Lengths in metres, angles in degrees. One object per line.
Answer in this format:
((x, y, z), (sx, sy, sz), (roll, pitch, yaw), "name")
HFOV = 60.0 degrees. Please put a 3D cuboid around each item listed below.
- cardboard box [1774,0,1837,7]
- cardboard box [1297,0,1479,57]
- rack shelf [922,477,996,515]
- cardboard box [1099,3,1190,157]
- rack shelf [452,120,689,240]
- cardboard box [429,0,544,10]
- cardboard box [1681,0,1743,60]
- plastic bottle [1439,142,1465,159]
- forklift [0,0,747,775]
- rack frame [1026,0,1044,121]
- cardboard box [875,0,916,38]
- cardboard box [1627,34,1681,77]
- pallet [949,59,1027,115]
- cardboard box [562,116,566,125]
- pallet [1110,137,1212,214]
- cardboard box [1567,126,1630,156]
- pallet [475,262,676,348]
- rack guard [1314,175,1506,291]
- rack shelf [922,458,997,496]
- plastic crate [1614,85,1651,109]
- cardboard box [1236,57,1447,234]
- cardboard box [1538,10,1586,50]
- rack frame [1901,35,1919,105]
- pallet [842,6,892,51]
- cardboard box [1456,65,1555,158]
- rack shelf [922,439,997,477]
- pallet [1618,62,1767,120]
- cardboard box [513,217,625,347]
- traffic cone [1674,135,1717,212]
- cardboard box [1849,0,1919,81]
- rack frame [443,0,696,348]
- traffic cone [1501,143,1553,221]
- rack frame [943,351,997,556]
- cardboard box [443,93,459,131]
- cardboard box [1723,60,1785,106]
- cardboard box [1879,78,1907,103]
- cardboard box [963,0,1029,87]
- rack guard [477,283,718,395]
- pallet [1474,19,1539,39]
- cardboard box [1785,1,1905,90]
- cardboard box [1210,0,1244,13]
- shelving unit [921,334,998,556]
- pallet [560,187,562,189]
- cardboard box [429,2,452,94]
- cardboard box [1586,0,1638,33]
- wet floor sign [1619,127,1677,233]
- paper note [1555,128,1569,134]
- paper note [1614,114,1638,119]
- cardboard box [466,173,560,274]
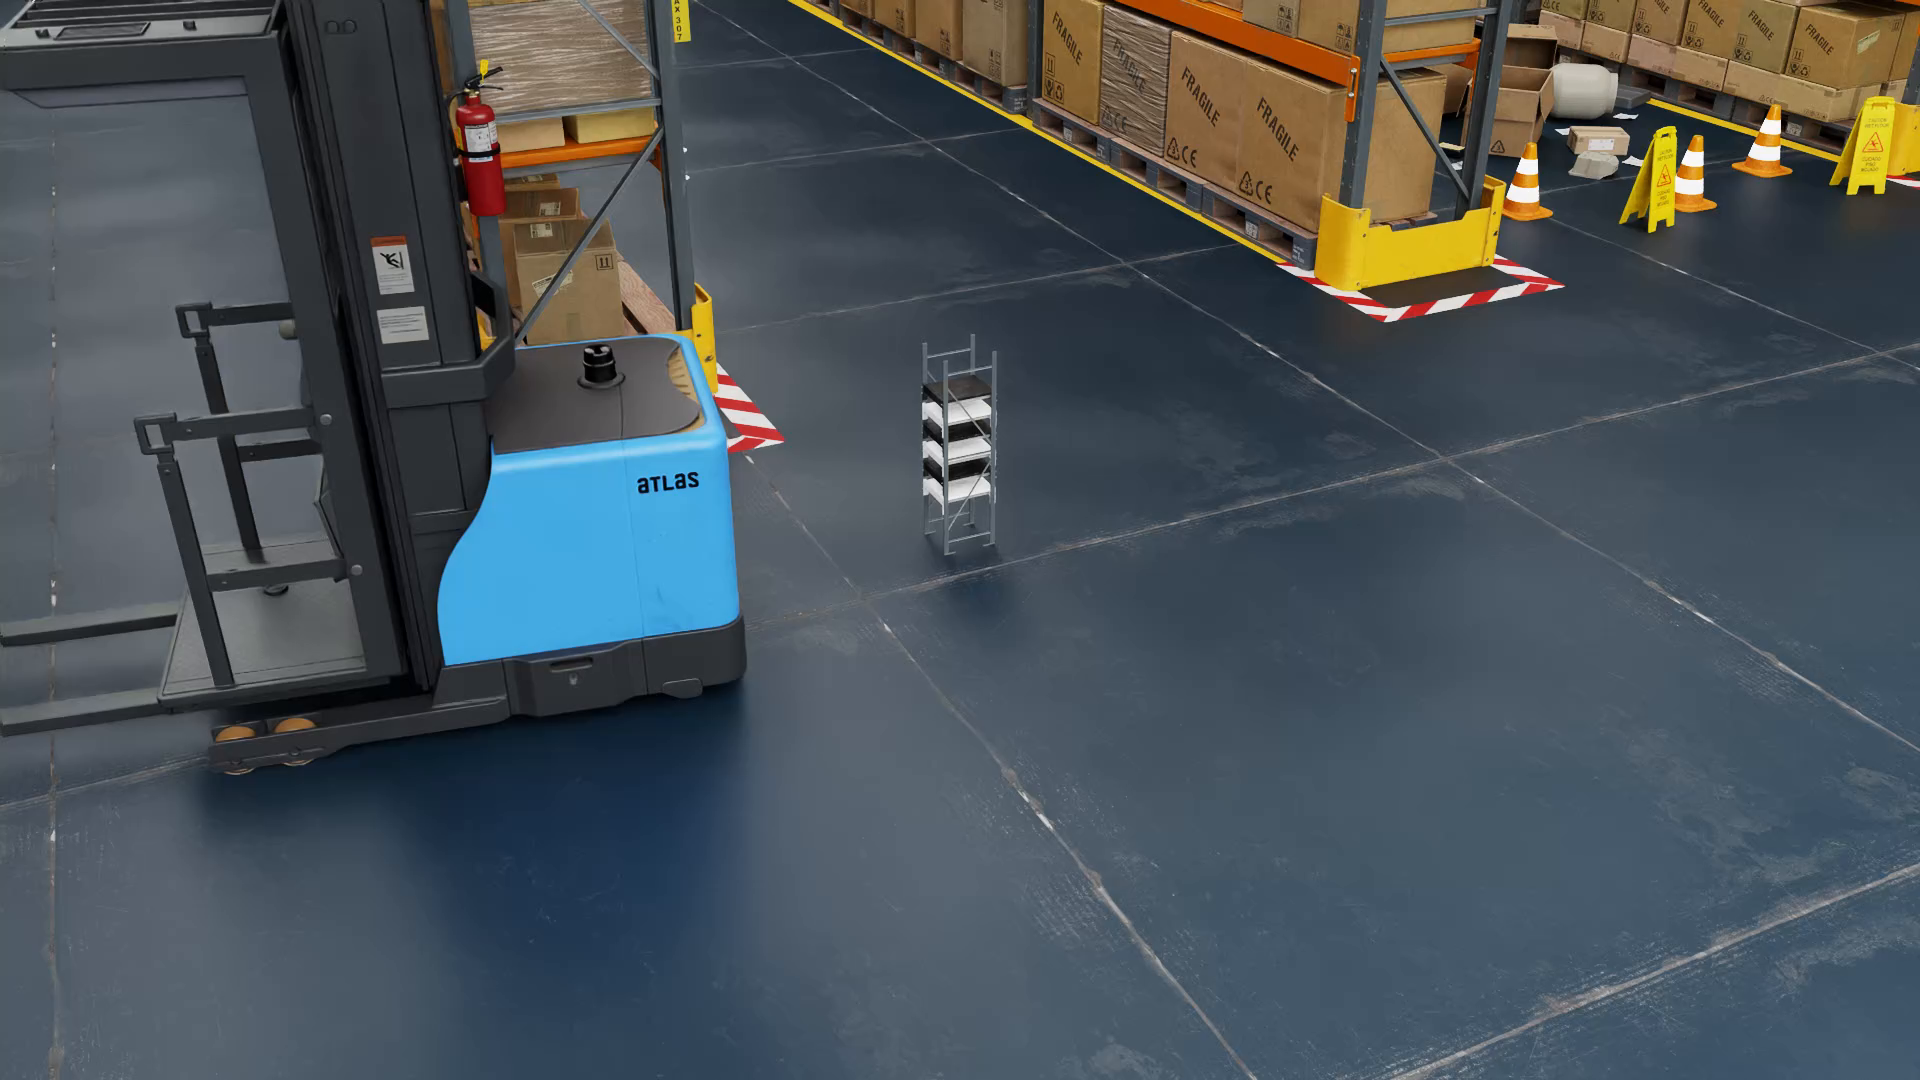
((6.351, -4.110, 12.464), (0.380, 0.149, 0.250), (-12, 31, -21), "cardboard box")
((2.521, -3.205, 9.745), (0.875, 0.550, 0.550), (-13, 32, -22), "cardboard box")
((-0.003, -0.210, 7.141), (0.258, 0.077, 0.200), (-13, 32, -22), "rack shelf")
((1.601, -3.318, 11.844), (0.875, 0.875, 0.875), (-13, 32, -22), "cardboard box")
((-2.660, -2.558, 9.480), (1.077, 0.370, 4.000), (-13, 32, -22), "rack shelf")
((-2.261, -2.788, 7.727), (0.500, 0.500, 0.500), (-13, 32, -22), "cardboard box")
((6.132, -4.133, 13.169), (0.500, 0.500, 0.500), (-14, 32, -23), "cardboard box")
((3.615, -2.904, 12.367), (0.283, 0.061, 0.133), (26, 38, 38), "plastic bottle")
((-2.376, -0.748, 5.587), (3.031, 2.935, 1.130), (-8, 30, -13), "forklift")
((1.004, -4.752, 12.657), (1.000, 3.000, 0.127), (-13, 32, -22), "rack frame")
((-0.154, -5.047, 15.055), (1.050, 0.750, 0.750), (-13, 32, -21), "cardboard box")
((5.910, -4.035, 13.761), (0.500, 0.250, 0.500), (-14, 32, -23), "cardboard box")
((0.605, -3.860, 13.919), (1.003, 0.211, 1.213), (-13, 32, -22), "pallet")
((-1.799, -2.169, 8.308), (0.380, 0.149, 0.250), (-13, 32, -22), "cardboard box")
((1.788, -2.643, 11.748), (1.003, 0.211, 1.213), (-13, 32, -22), "pallet")
((4.762, -2.980, 12.412), (0.380, 0.149, 0.250), (2, 29, 4), "cardboard box")
((-2.151, -1.172, 9.123), (1.003, 0.211, 1.213), (-13, 32, -22), "pallet")
((2.732, -1.884, 10.098), (1.175, 0.500, 0.348), (-13, 32, -22), "rack guard")
((-0.003, -0.289, 7.097), (0.258, 0.077, 0.200), (-13, 32, -22), "rack shelf")
((5.365, -3.697, 13.760), (0.583, 0.080, 0.402), (26, 38, 38), "plastic crate")
((2.371, -2.527, 10.432), (0.875, 0.875, 0.875), (-13, 32, -22), "cardboard box")
((5.441, -4.502, 14.594), (0.500, 0.250, 0.500), (-15, 32, -24), "cardboard box")
((7.149, -4.069, 11.439), (1.000, 3.000, 0.127), (-13, 32, -22), "rack frame")
((-0.443, -4.938, 15.841), (1.003, 0.211, 1.213), (-13, 32, -22), "pallet")
((4.108, -3.224, 12.485), (0.637, 0.503, 0.797), (13, 32, 21), "cardboard box")
((-0.003, -0.367, 7.053), (0.258, 0.077, 0.200), (-13, 32, -22), "rack shelf")
((6.279, -3.790, 13.794), (1.003, 0.211, 1.213), (-13, 32, -22), "pallet")
((-2.055, -1.360, 8.735), (0.500, 0.500, 0.500), (-7, 30, -13), "cardboard box")
((4.943, -2.498, 11.232), (0.336, 0.463, 0.334), (-13, 32, -22), "traffic cone")
((7.041, -3.804, 12.583), (0.500, 0.500, 0.500), (-14, 32, -24), "cardboard box")
((-1.802, -1.988, 7.728), (1.000, 3.000, 0.127), (-13, 32, -22), "rack frame")
((3.776, -2.411, 11.076), (0.336, 0.463, 0.334), (-13, 32, -22), "traffic cone")
((0.040, -0.351, 6.956), (0.240, 0.900, 0.006), (-13, 32, -22), "rack frame")
((-2.371, -2.171, 8.312), (0.380, 0.149, 0.250), (-13, 32, -22), "cardboard box")
((6.343, -3.584, 12.956), (0.500, 0.250, 0.500), (-13, 32, -22), "cardboard box")
((7.052, -3.467, 12.748), (0.500, 0.250, 0.500), (-13, 32, -22), "cardboard box")
((0.657, -4.209, 13.560), (1.050, 0.750, 0.750), (-13, 32, -22), "cardboard box")
((-1.834, -0.931, 8.400), (1.175, 0.500, 0.348), (-13, 32, -22), "rack guard")
((5.096, -4.963, 15.885), (1.003, 0.211, 1.213), (-13, 32, -22), "pallet")
((6.569, -3.679, 12.359), (0.500, 0.500, 0.500), (-13, 32, -22), "cardboard box")
((2.138, -3.717, 10.658), (0.875, 0.550, 0.550), (-13, 32, -22), "cardboard box")
((-0.003, -0.396, 7.036), (0.258, 0.900, 0.210), (-13, 32, -22), "shelving unit")
((-3.199, -2.249, 11.046), (1.003, 0.211, 1.213), (-13, 32, -22), "pallet")
((-2.336, -2.606, 8.424), (0.875, 0.500, 0.500), (-13, 32, -22), "cardboard box")
((5.681, -4.595, 13.993), (0.500, 0.500, 0.500), (-12, 31, -20), "cardboard box")
((4.522, -2.361, 10.800), (0.267, 0.644, 0.232), (-19, 35, -30), "wet floor sign")
((4.716, -3.175, 12.893), (0.148, 0.019, 0.142), (-3, 29, -5), "paper note")
((5.304, -3.379, 13.245), (0.148, 0.019, 0.142), (26, 38, 38), "paper note")
((-2.594, -1.898, 9.694), (0.500, 0.500, 0.500), (-10, 31, -17), "cardboard box")
